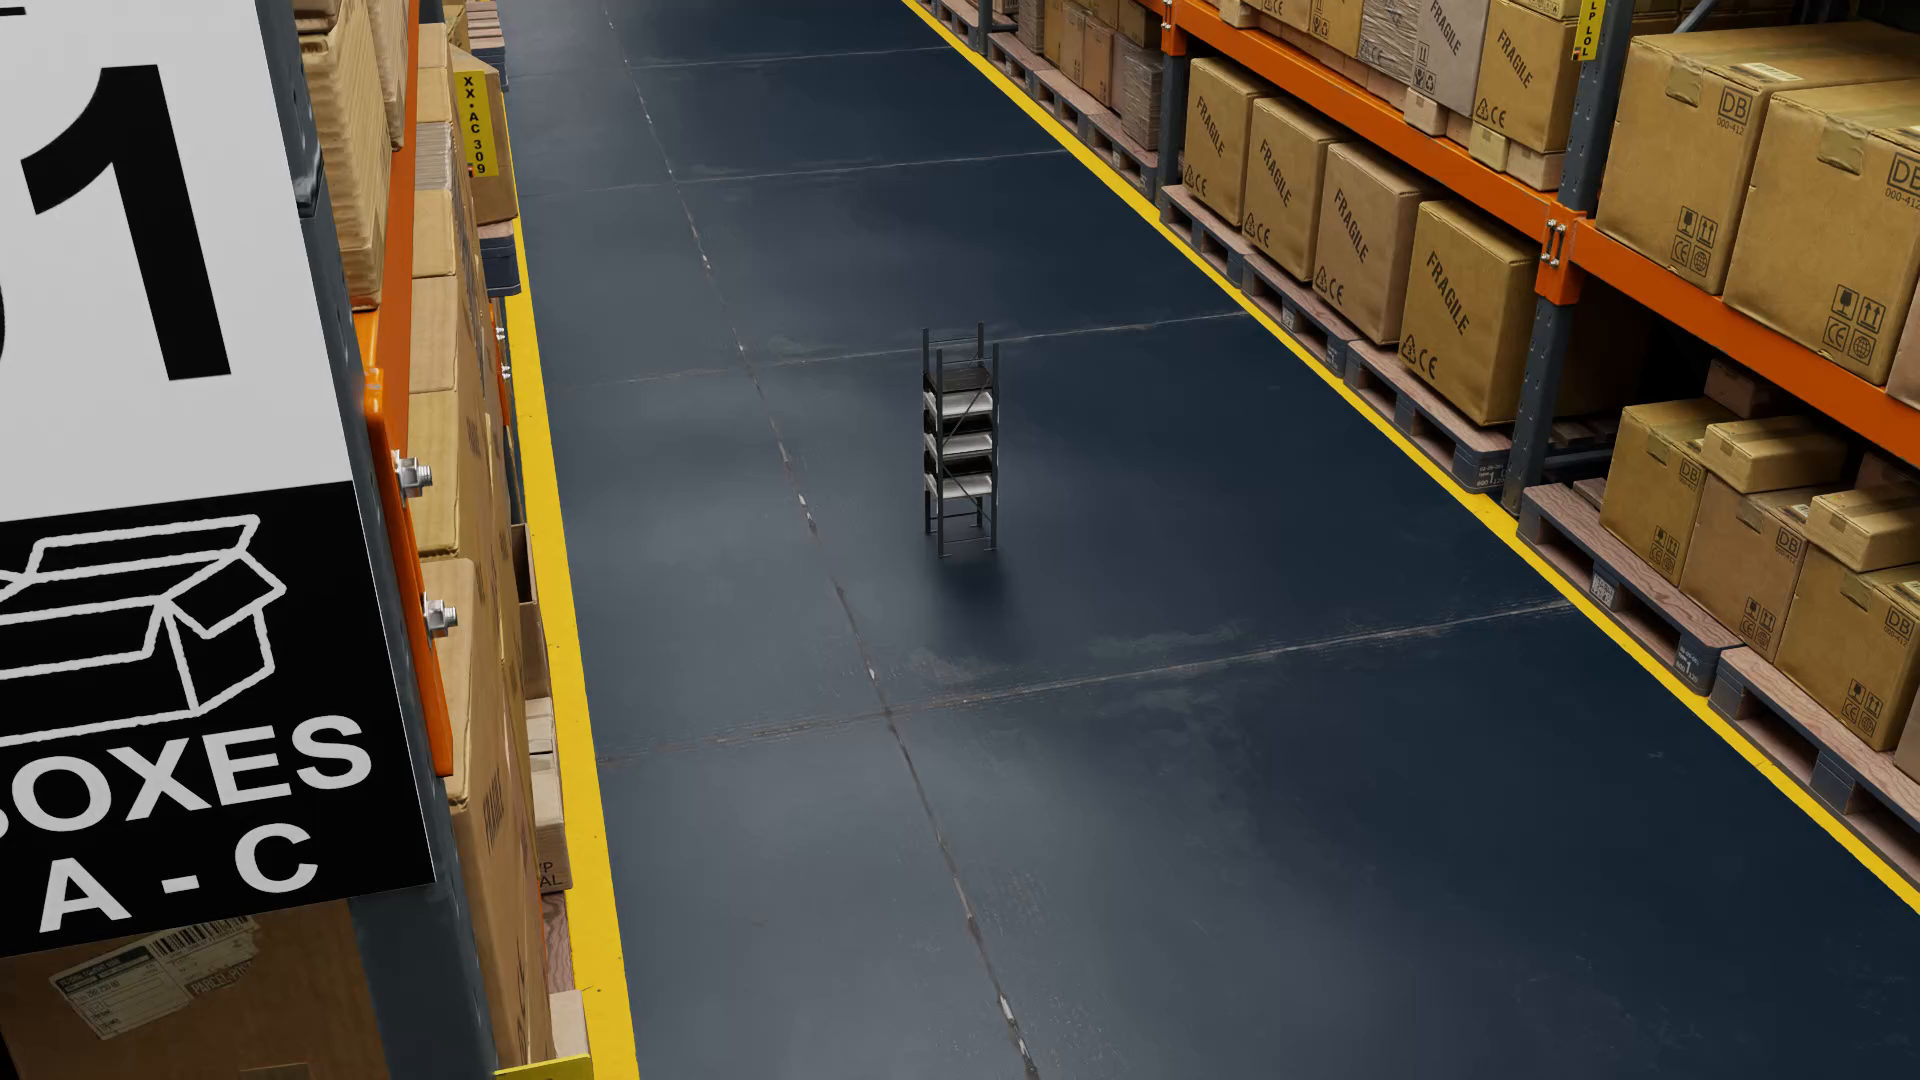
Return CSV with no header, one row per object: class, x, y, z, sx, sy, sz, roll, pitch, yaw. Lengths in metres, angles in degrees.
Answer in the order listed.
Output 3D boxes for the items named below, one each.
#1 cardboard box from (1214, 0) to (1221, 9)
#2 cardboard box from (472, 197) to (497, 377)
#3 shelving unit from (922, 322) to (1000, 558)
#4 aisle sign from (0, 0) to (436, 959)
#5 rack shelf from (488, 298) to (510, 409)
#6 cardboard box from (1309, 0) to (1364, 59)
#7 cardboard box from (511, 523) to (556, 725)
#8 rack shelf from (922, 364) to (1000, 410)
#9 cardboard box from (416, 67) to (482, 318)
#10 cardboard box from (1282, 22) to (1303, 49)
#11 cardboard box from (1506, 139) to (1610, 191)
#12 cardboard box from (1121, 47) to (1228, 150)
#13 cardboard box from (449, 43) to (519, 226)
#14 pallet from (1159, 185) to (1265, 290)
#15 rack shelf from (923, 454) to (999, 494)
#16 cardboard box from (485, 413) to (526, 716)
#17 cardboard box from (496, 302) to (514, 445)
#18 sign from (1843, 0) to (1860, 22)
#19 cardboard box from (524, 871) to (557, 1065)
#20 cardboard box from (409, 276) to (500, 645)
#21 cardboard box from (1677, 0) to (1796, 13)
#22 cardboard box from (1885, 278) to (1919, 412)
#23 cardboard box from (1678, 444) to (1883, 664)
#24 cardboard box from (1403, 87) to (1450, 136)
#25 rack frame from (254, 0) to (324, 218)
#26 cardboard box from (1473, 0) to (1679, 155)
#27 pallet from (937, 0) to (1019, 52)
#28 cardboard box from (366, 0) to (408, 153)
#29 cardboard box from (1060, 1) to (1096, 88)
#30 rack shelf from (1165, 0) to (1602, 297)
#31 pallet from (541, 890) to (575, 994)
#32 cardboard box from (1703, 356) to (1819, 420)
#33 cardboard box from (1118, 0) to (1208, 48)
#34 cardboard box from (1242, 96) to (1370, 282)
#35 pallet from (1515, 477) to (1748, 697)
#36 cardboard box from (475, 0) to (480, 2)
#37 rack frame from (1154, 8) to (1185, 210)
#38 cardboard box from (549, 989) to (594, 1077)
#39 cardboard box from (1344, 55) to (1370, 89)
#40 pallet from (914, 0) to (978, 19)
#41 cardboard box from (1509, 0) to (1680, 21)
cardboard box,1.630,-3.000,9.169,0.380,0.149,0.250,-7,31,-13
cardboard box,-1.625,-0.656,4.790,0.500,0.500,0.500,-7,31,-12
shelving unit,0.002,-0.386,6.518,0.258,0.900,0.210,-8,31,-13
aisle sign,-0.643,-0.020,1.194,0.394,0.787,0.004,-8,31,-13
rack shelf,-2.536,-1.475,7.022,1.077,0.370,4.000,-8,31,-13
cardboard box,1.996,-2.580,7.797,0.500,0.500,0.500,-7,31,-12
cardboard box,-1.581,0.309,5.279,0.500,0.500,0.500,-8,31,-13
rack shelf,0.002,-0.590,6.399,0.258,0.077,0.200,-8,31,-13
cardboard box,-1.483,-0.839,4.108,0.500,0.500,0.500,-8,31,-14
cardboard box,1.882,-2.631,8.532,0.380,0.149,0.250,-7,31,-12
cardboard box,2.407,-1.506,6.589,0.380,0.149,0.250,-8,31,-13
cardboard box,1.466,-2.862,10.756,0.700,0.500,0.500,-7,31,-13
cardboard box,-1.916,-1.304,5.489,0.700,0.500,0.500,-19,35,-30
pallet,1.844,-1.815,9.675,1.003,0.211,1.213,-8,31,-13
rack shelf,0.002,-0.279,6.580,0.258,0.077,0.200,-8,31,-13
cardboard box,-1.211,0.086,3.507,0.500,0.500,0.500,-7,31,-13
cardboard box,-2.177,-0.693,7.010,0.500,0.500,0.500,-7,31,-13
sign,3.304,-1.964,6.206,0.100,0.325,0.005,-8,31,-13
cardboard box,-0.807,0.819,2.241,0.500,0.500,0.500,-7,31,-12
cardboard box,-1.081,-0.108,2.844,0.500,0.500,0.500,-7,31,-13
cardboard box,2.899,-2.243,6.465,0.500,0.250,0.500,-7,31,-12
cardboard box,3.289,-0.643,4.567,0.980,0.700,0.700,-9,31,-16
cardboard box,2.999,0.037,5.767,0.700,0.500,0.500,-8,31,-14
cardboard box,2.165,-1.876,7.228,0.380,0.149,0.250,-8,31,-13
rack frame,-0.944,-1.485,0.332,1.000,3.000,0.127,-8,31,-13
cardboard box,2.404,-1.851,6.537,0.500,0.500,0.500,-8,31,-14
pallet,0.434,-4.457,14.240,1.003,0.211,1.213,-8,31,-13
cardboard box,-0.955,-0.647,2.029,0.500,0.250,0.500,-8,31,-13
cardboard box,1.140,-3.605,12.040,0.700,0.500,0.500,-8,31,-13
rack shelf,2.239,-2.135,8.163,1.077,0.370,4.000,-8,31,-13
pallet,-1.497,1.309,4.278,1.003,0.211,1.213,-8,31,-13
cardboard box,3.022,-0.583,6.191,0.380,0.149,0.250,-8,31,-14
cardboard box,1.376,-3.470,11.059,0.500,0.250,0.500,-7,31,-12
cardboard box,2.003,-1.867,8.709,0.750,0.750,0.750,-8,31,-14
pallet,2.896,0.104,6.360,1.003,0.211,1.213,-8,31,-13
cardboard box,-3.950,-4.266,12.703,0.500,0.500,0.500,-8,31,-13
rack frame,1.708,-3.413,9.652,1.000,3.000,0.127,-8,31,-13
cardboard box,-1.080,1.328,3.767,0.500,0.250,0.500,-8,31,-13
cardboard box,2.052,-2.256,7.883,0.380,0.149,0.250,-7,31,-12
pallet,0.106,-5.048,15.260,1.003,0.211,1.213,-8,31,-13
cardboard box,2.399,-2.178,6.353,0.500,0.250,0.500,-7,31,-12
